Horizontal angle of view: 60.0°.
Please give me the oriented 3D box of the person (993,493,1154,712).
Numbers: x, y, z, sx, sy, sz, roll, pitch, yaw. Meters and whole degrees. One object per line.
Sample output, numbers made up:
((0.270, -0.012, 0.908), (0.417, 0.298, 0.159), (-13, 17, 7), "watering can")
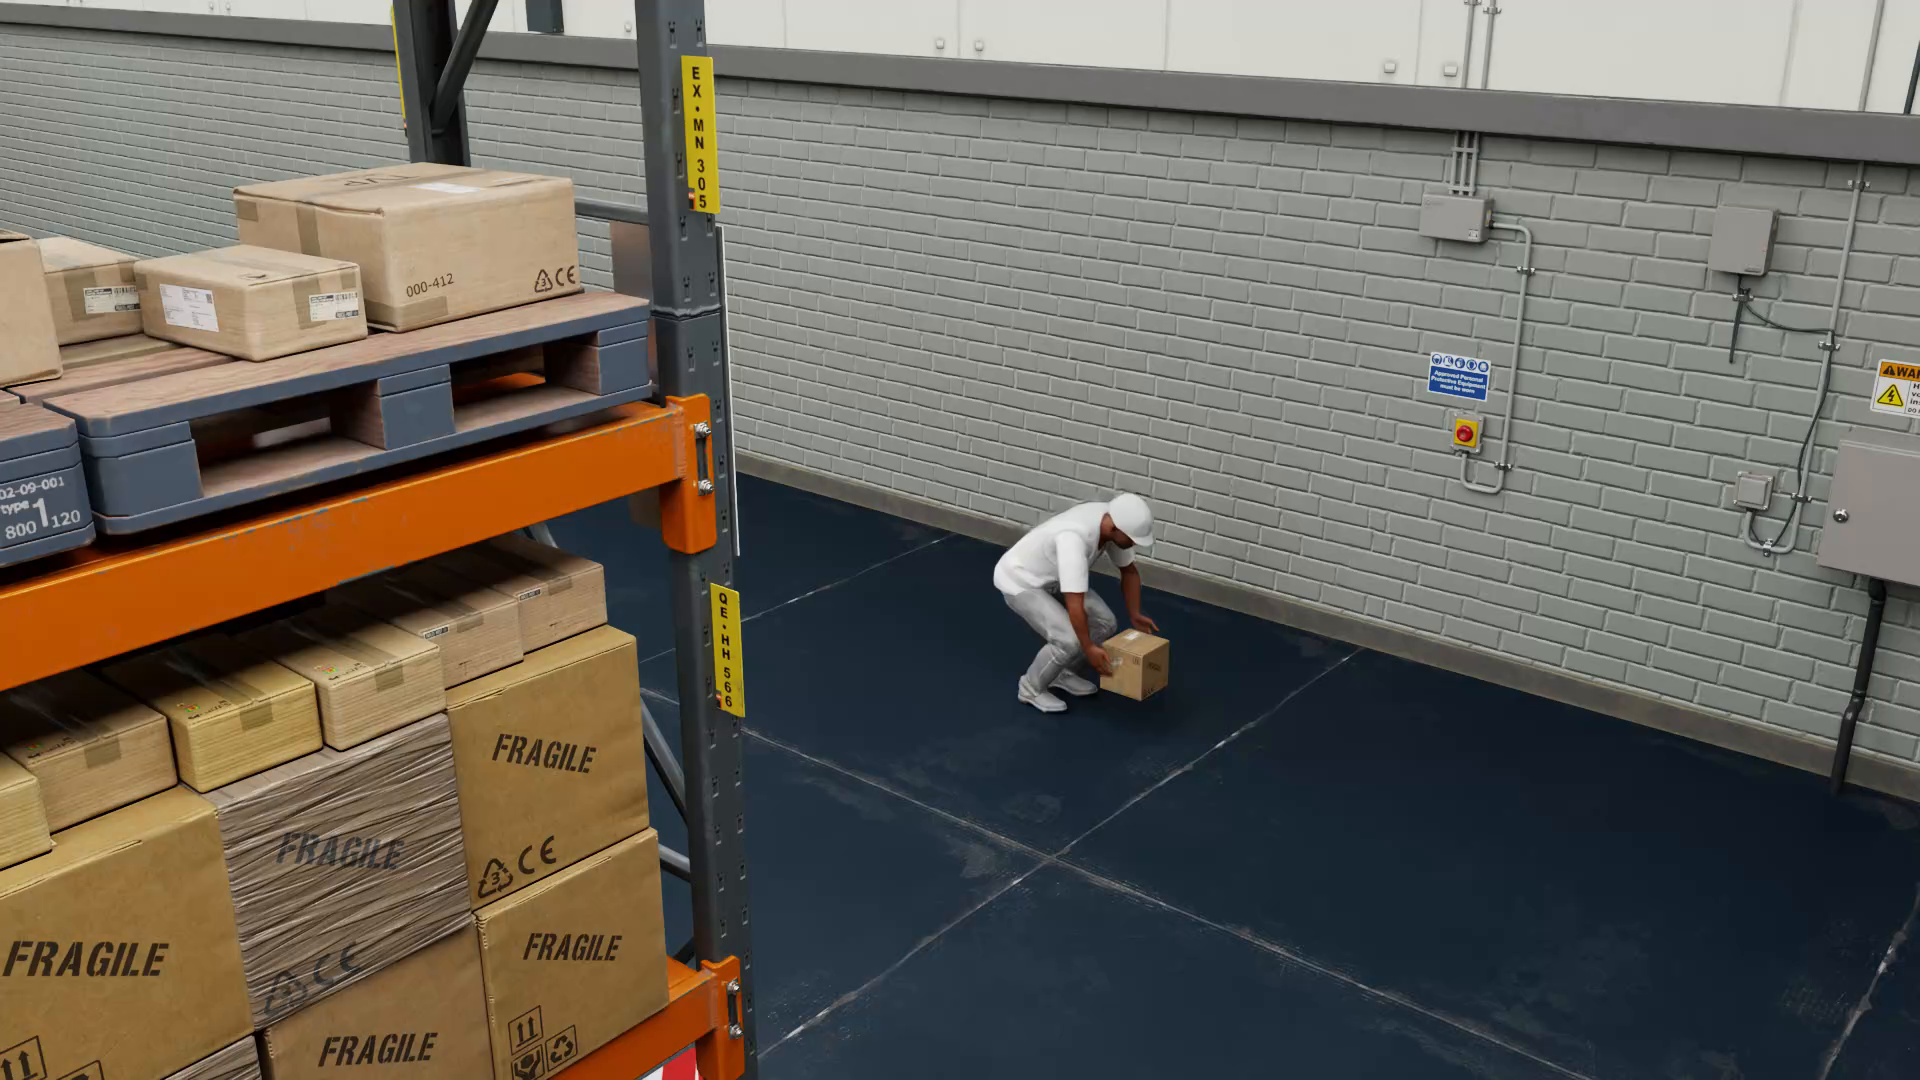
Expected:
((0.607, 0.275, 8.606), (0.839, 1.207, 0.620), (16, 25, 36), "person")
